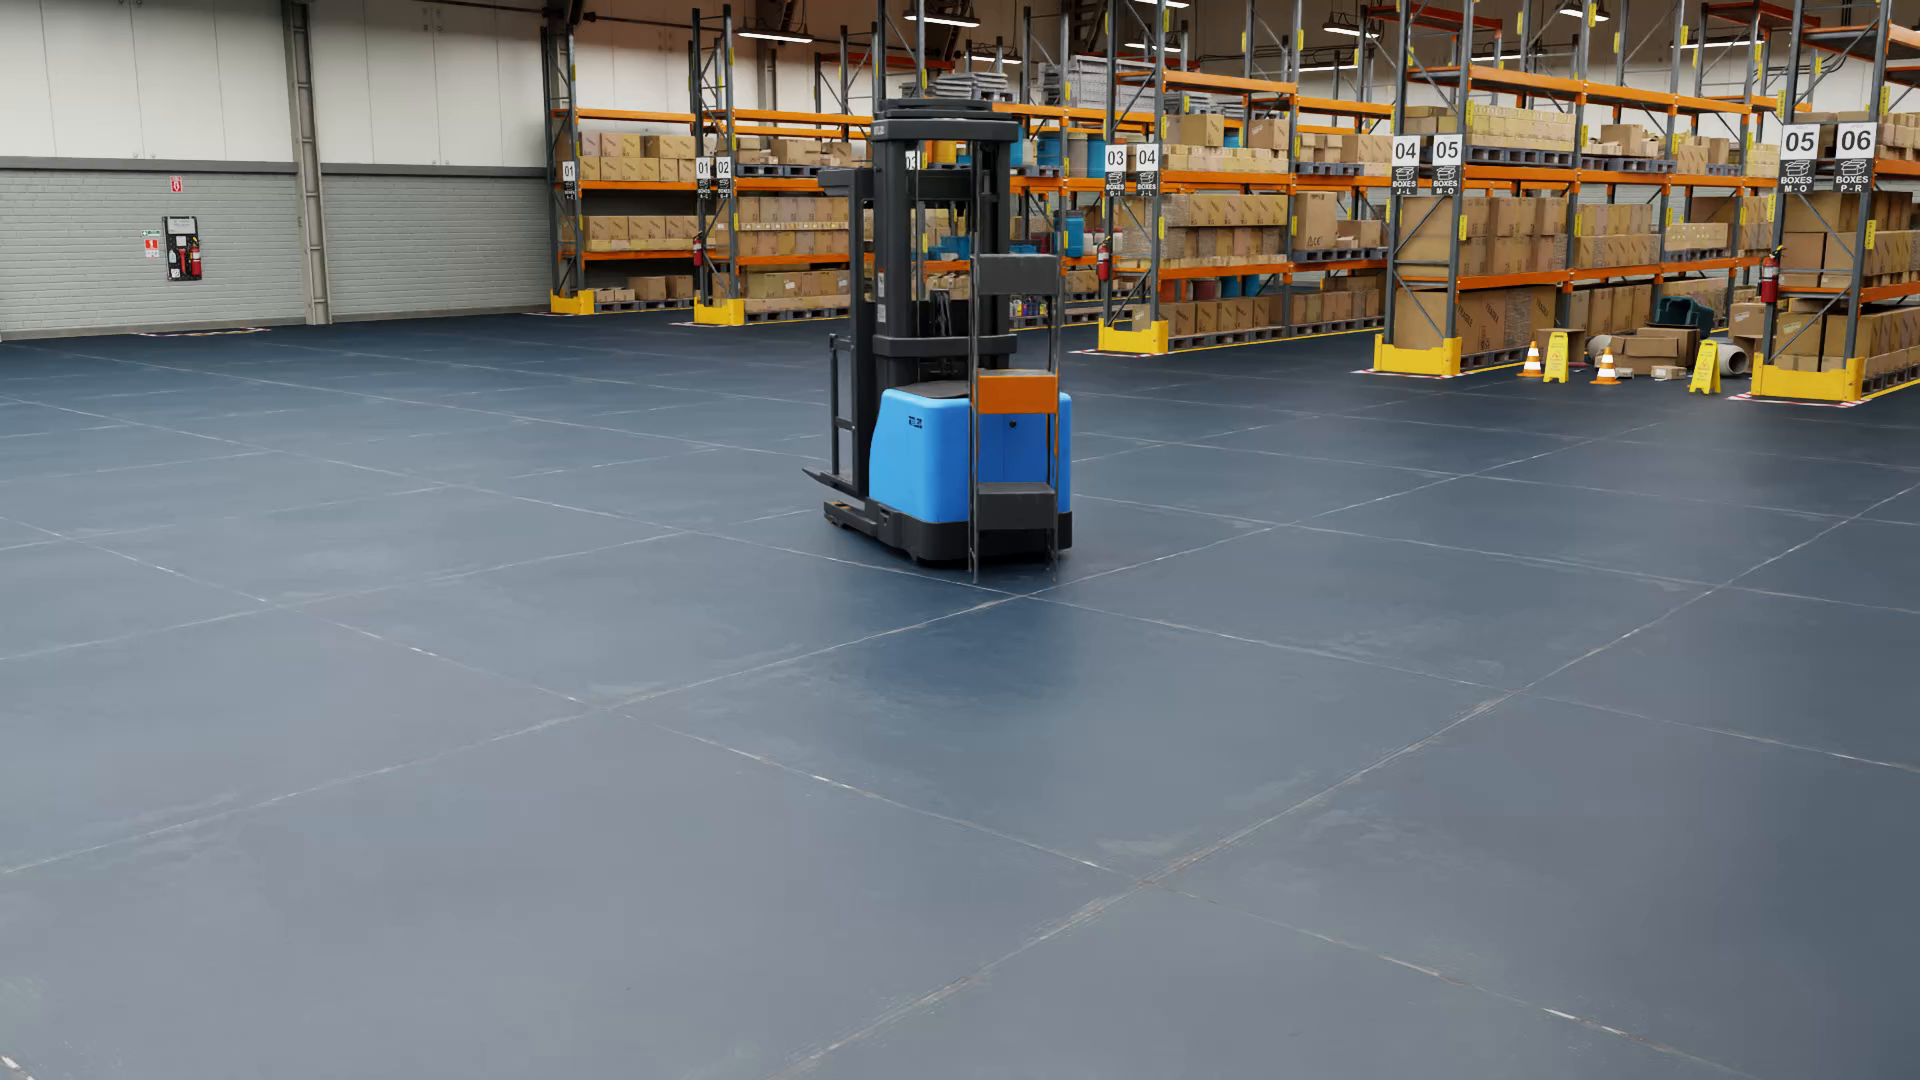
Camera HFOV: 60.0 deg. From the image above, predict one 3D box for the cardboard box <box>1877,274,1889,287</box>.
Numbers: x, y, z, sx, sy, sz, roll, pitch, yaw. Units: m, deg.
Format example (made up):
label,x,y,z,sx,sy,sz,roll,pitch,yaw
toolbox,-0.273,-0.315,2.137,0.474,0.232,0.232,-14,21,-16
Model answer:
label,x,y,z,sx,sy,sz,roll,pitch,yaw
cardboard box,11.119,-3.187,20.356,0.380,0.149,0.250,10,15,41

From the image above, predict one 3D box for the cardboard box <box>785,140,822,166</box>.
label,x,y,z,sx,sy,sz,roll,pitch,yaw
cardboard box,-3.279,-7.909,34.007,0.637,0.503,0.797,-10,15,-41

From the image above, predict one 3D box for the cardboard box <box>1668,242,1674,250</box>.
label,x,y,z,sx,sy,sz,roll,pitch,yaw
cardboard box,12.265,-5.152,29.123,0.380,0.149,0.250,11,16,43

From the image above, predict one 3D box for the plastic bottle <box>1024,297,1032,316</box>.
label,x,y,z,sx,sy,sz,roll,pitch,yaw
plastic bottle,1.285,-4.454,31.702,0.144,0.351,0.185,9,14,38

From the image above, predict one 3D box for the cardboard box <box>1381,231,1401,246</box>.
label,x,y,z,sx,sy,sz,roll,pitch,yaw
cardboard box,8.507,-5.731,32.200,0.500,0.500,0.500,10,15,42

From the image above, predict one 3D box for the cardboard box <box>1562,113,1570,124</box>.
label,x,y,z,sx,sy,sz,roll,pitch,yaw
cardboard box,8.831,-6.263,24.736,0.380,0.149,0.250,10,15,40

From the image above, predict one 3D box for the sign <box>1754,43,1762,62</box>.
label,x,y,z,sx,sy,sz,roll,pitch,yaw
sign,14.702,-8.985,30.640,0.100,0.325,0.005,10,15,40

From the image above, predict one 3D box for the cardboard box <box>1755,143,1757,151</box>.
label,x,y,z,sx,sy,sz,roll,pitch,yaw
cardboard box,14.983,-7.508,31.780,0.380,0.149,0.250,10,15,40

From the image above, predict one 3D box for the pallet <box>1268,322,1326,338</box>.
label,x,y,z,sx,sy,sz,roll,pitch,yaw
pallet,5.854,-3.805,29.929,1.003,0.211,1.213,10,15,40

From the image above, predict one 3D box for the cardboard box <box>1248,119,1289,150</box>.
label,x,y,z,sx,sy,sz,roll,pitch,yaw
cardboard box,5.236,-6.869,28.203,0.500,0.500,0.500,9,15,39

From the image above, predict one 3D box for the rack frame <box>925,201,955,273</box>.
label,x,y,z,sx,sy,sz,roll,pitch,yaw
rack frame,-0.540,-8.156,44.594,1.000,3.000,0.127,10,15,40

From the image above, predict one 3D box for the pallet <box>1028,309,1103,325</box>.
label,x,y,z,sx,sy,sz,roll,pitch,yaw
pallet,2.110,-4.451,33.164,1.003,0.211,1.213,10,15,40

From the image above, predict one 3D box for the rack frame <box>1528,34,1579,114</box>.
label,x,y,z,sx,sy,sz,roll,pitch,yaw
rack frame,13.263,-9.765,37.333,1.000,3.000,0.127,10,15,40

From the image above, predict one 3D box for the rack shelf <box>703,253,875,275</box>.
label,x,y,z,sx,sy,sz,roll,pitch,yaw
rack shelf,-3.418,-5.692,34.094,1.077,0.370,4.000,10,15,40

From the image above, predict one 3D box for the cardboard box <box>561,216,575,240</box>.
label,x,y,z,sx,sy,sz,roll,pitch,yaw
cardboard box,-8.310,-6.791,36.178,0.500,0.500,0.500,10,15,40

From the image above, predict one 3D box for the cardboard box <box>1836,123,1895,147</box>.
label,x,y,z,sx,sy,sz,roll,pitch,yaw
cardboard box,10.677,-4.771,19.610,0.500,0.250,0.500,9,15,39

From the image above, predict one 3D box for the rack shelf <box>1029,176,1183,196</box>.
label,x,y,z,sx,sy,sz,roll,pitch,yaw
rack shelf,2.941,-7.110,33.538,1.077,0.370,4.000,10,15,40

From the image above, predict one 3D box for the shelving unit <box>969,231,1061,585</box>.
label,x,y,z,sx,sy,sz,roll,pitch,yaw
shelving unit,0.324,-0.802,10.071,0.503,2.100,0.431,-1,11,-5

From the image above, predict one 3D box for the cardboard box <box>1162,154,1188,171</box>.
label,x,y,z,sx,sy,sz,roll,pitch,yaw
cardboard box,3.213,-5.904,26.043,0.500,0.250,0.500,10,15,42

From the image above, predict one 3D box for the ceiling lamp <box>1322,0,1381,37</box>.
label,x,y,z,sx,sy,sz,roll,pitch,yaw
ceiling lamp,8.453,-12.195,34.595,0.800,3.185,2.000,10,15,40

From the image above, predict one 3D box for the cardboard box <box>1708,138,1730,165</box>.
label,x,y,z,sx,sy,sz,roll,pitch,yaw
cardboard box,13.948,-7.263,31.137,0.700,0.500,0.500,10,15,40

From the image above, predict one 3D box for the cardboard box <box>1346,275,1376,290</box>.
label,x,y,z,sx,sy,sz,roll,pitch,yaw
cardboard box,7.562,-4.901,31.643,0.500,0.250,0.500,11,15,43

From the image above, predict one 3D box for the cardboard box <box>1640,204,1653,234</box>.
label,x,y,z,sx,sy,sz,roll,pitch,yaw
cardboard box,11.337,-5.465,28.311,0.700,0.500,0.500,10,15,40

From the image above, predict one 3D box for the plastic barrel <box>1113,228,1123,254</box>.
label,x,y,z,sx,sy,sz,roll,pitch,yaw
plastic barrel,3.187,-6.049,33.696,0.433,0.535,0.433,0,11,0

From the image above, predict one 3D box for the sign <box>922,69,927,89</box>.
label,x,y,z,sx,sy,sz,roll,pitch,yaw
sign,-0.609,-7.877,28.415,0.100,0.325,0.005,10,15,40

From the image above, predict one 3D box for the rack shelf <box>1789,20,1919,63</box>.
label,x,y,z,sx,sy,sz,roll,pitch,yaw
rack shelf,11.465,-6.070,20.676,1.077,0.370,4.000,10,15,40

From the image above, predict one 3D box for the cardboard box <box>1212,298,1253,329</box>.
label,x,y,z,sx,sy,sz,roll,pitch,yaw
cardboard box,4.675,-3.899,28.590,0.500,0.500,0.500,-7,13,-30

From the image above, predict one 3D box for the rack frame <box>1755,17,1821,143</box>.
label,x,y,z,sx,sy,sz,roll,pitch,yaw
rack frame,16.922,-9.109,34.048,1.000,3.000,0.127,10,15,40

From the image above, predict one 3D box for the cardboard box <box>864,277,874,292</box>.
label,x,y,z,sx,sy,sz,roll,pitch,yaw
cardboard box,-2.046,-5.568,36.154,0.500,0.311,0.500,10,15,40

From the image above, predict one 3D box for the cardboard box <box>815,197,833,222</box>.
label,x,y,z,sx,sy,sz,roll,pitch,yaw
cardboard box,-3.049,-6.810,34.288,0.700,0.500,0.500,10,15,40

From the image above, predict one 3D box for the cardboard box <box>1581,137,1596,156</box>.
label,x,y,z,sx,sy,sz,roll,pitch,yaw
cardboard box,9.992,-6.370,26.894,0.500,0.311,0.500,9,14,38

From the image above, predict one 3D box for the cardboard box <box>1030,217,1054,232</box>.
label,x,y,z,sx,sy,sz,roll,pitch,yaw
cardboard box,2.063,-7.503,39.997,0.700,0.500,0.500,6,13,26

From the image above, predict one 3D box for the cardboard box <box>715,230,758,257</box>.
label,x,y,z,sx,sy,sz,roll,pitch,yaw
cardboard box,-4.420,-5.866,32.876,0.700,0.500,0.500,10,15,40

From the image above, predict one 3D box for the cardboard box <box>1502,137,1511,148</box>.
label,x,y,z,sx,sy,sz,roll,pitch,yaw
cardboard box,7.493,-5.573,23.319,0.380,0.149,0.250,10,15,41

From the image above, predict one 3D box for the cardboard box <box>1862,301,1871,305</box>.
label,x,y,z,sx,sy,sz,roll,pitch,yaw
cardboard box,12.065,-3.257,22.445,0.380,0.149,0.250,10,15,41

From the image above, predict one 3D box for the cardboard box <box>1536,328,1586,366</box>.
label,x,y,z,sx,sy,sz,roll,pitch,yaw
cardboard box,8.746,-2.816,24.233,0.500,0.500,0.500,-9,14,-38

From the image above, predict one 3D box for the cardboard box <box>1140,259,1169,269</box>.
label,x,y,z,sx,sy,sz,roll,pitch,yaw
cardboard box,3.068,-4.357,26.215,0.380,0.149,0.250,10,15,40

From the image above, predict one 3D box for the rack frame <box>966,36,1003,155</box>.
label,x,y,z,sx,sy,sz,roll,pitch,yaw
rack frame,0.543,-9.869,37.856,1.000,3.000,0.127,10,15,40

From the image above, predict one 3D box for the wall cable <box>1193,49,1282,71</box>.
label,x,y,z,sx,sy,sz,roll,pitch,yaw
wall cable,8.134,-13.076,48.946,3.097,2.526,0.112,10,15,40

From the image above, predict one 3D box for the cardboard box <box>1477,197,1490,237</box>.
label,x,y,z,sx,sy,sz,roll,pitch,yaw
cardboard box,6.928,-4.558,23.442,0.875,0.550,0.550,10,15,40

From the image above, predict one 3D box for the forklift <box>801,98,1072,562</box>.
label,x,y,z,sx,sy,sz,roll,pitch,yaw
forklift,-0.332,-1.544,11.664,1.130,2.935,3.031,-5,12,-23

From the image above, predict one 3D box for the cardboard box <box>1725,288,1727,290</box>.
label,x,y,z,sx,sy,sz,roll,pitch,yaw
cardboard box,15.126,-4.965,33.308,0.380,0.149,0.250,9,14,38

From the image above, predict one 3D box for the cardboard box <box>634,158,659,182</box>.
label,x,y,z,sx,sy,sz,roll,pitch,yaw
cardboard box,-6.994,-8.170,36.699,0.500,0.500,0.500,11,16,44

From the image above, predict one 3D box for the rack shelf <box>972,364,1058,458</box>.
label,x,y,z,sx,sy,sz,roll,pitch,yaw
rack shelf,0.324,-0.789,10.074,0.480,0.518,0.431,-1,11,-5

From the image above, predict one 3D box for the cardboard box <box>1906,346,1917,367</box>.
label,x,y,z,sx,sy,sz,roll,pitch,yaw
cardboard box,12.253,-2.432,21.886,0.500,0.250,0.500,9,15,39

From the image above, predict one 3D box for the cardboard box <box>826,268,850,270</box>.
label,x,y,z,sx,sy,sz,roll,pitch,yaw
cardboard box,-2.639,-5.536,35.513,0.500,0.500,0.500,10,15,40

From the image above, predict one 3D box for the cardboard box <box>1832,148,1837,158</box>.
label,x,y,z,sx,sy,sz,roll,pitch,yaw
cardboard box,10.511,-4.700,20.273,0.380,0.149,0.250,10,15,42

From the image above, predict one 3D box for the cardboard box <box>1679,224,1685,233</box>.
label,x,y,z,sx,sy,sz,roll,pitch,yaw
cardboard box,12.607,-5.522,29.455,0.380,0.149,0.250,9,14,38

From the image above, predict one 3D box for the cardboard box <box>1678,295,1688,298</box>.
label,x,y,z,sx,sy,sz,roll,pitch,yaw
cardboard box,12.629,-4.116,29.675,0.500,0.500,0.500,10,15,41

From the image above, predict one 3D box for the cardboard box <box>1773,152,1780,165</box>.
label,x,y,z,sx,sy,sz,roll,pitch,yaw
cardboard box,15.790,-7.486,32.686,0.500,0.250,0.500,9,14,38

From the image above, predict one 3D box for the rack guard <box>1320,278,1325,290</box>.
label,x,y,z,sx,sy,sz,roll,pitch,yaw
rack guard,9.548,-6.243,41.398,1.175,0.500,0.348,10,15,40

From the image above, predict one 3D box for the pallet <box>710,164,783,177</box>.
label,x,y,z,sx,sy,sz,roll,pitch,yaw
pallet,-4.252,-7.279,32.769,1.003,0.211,1.213,10,15,40

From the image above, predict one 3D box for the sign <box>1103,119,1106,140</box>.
label,x,y,z,sx,sy,sz,roll,pitch,yaw
sign,2.297,-6.449,26.129,0.100,0.325,0.005,10,15,40

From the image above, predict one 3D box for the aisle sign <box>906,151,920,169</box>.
label,x,y,z,sx,sy,sz,roll,pitch,yaw
aisle sign,-0.847,-6.336,28.844,0.394,0.787,0.004,10,15,40

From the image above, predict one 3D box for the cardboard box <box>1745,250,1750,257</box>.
label,x,y,z,sx,sy,sz,roll,pitch,yaw
cardboard box,15.149,-5.587,32.376,0.380,0.149,0.250,9,14,38

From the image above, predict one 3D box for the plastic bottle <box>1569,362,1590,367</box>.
label,x,y,z,sx,sy,sz,roll,pitch,yaw
plastic bottle,8.881,-2.512,23.837,0.283,0.061,0.133,4,12,21
